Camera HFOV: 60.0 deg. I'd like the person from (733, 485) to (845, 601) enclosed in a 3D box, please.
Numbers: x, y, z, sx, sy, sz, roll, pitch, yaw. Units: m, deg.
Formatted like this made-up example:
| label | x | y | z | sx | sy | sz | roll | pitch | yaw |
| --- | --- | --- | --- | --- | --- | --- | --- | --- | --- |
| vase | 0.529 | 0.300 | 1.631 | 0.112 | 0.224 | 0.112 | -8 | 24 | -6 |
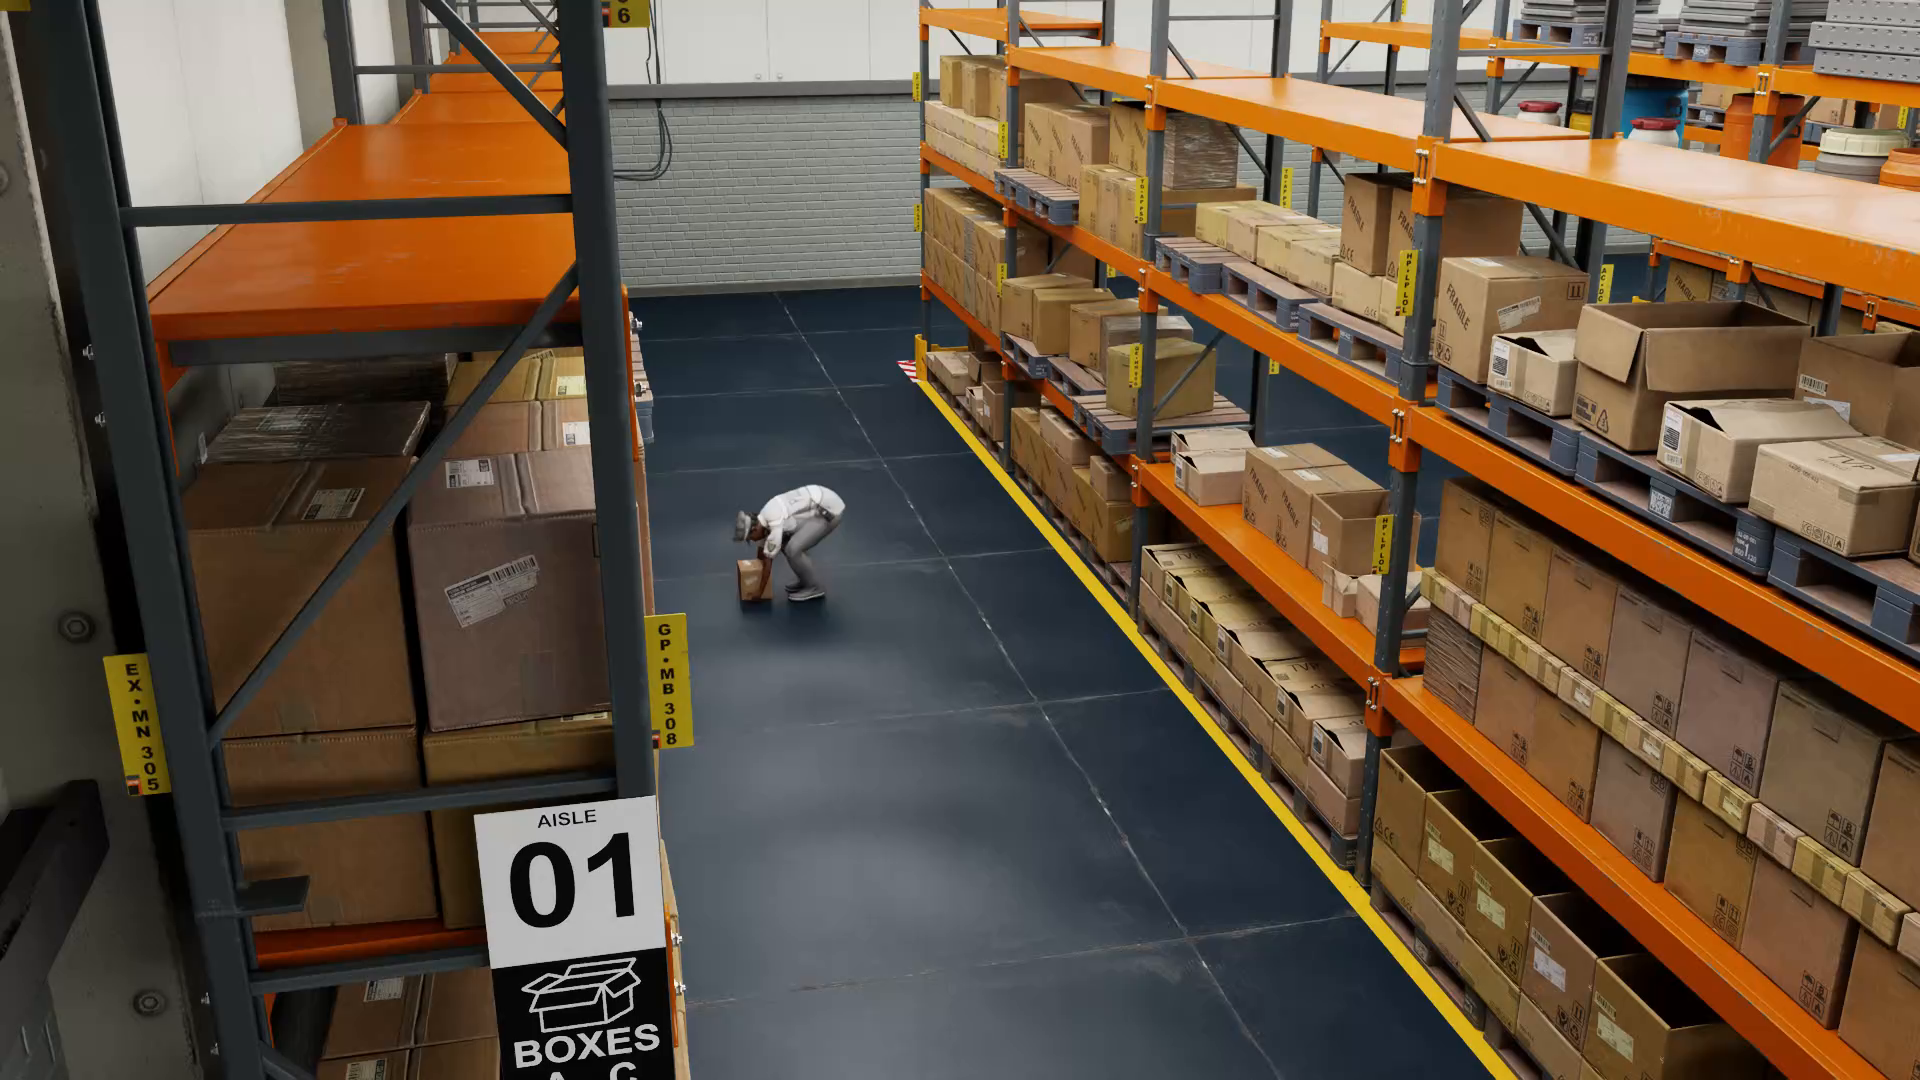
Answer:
| label | x | y | z | sx | sy | sz | roll | pitch | yaw |
| --- | --- | --- | --- | --- | --- | --- | --- | --- | --- |
| person | -1.375 | 0.031 | 13.397 | 0.905 | 0.896 | 0.447 | -6 | 20 | -15 |
